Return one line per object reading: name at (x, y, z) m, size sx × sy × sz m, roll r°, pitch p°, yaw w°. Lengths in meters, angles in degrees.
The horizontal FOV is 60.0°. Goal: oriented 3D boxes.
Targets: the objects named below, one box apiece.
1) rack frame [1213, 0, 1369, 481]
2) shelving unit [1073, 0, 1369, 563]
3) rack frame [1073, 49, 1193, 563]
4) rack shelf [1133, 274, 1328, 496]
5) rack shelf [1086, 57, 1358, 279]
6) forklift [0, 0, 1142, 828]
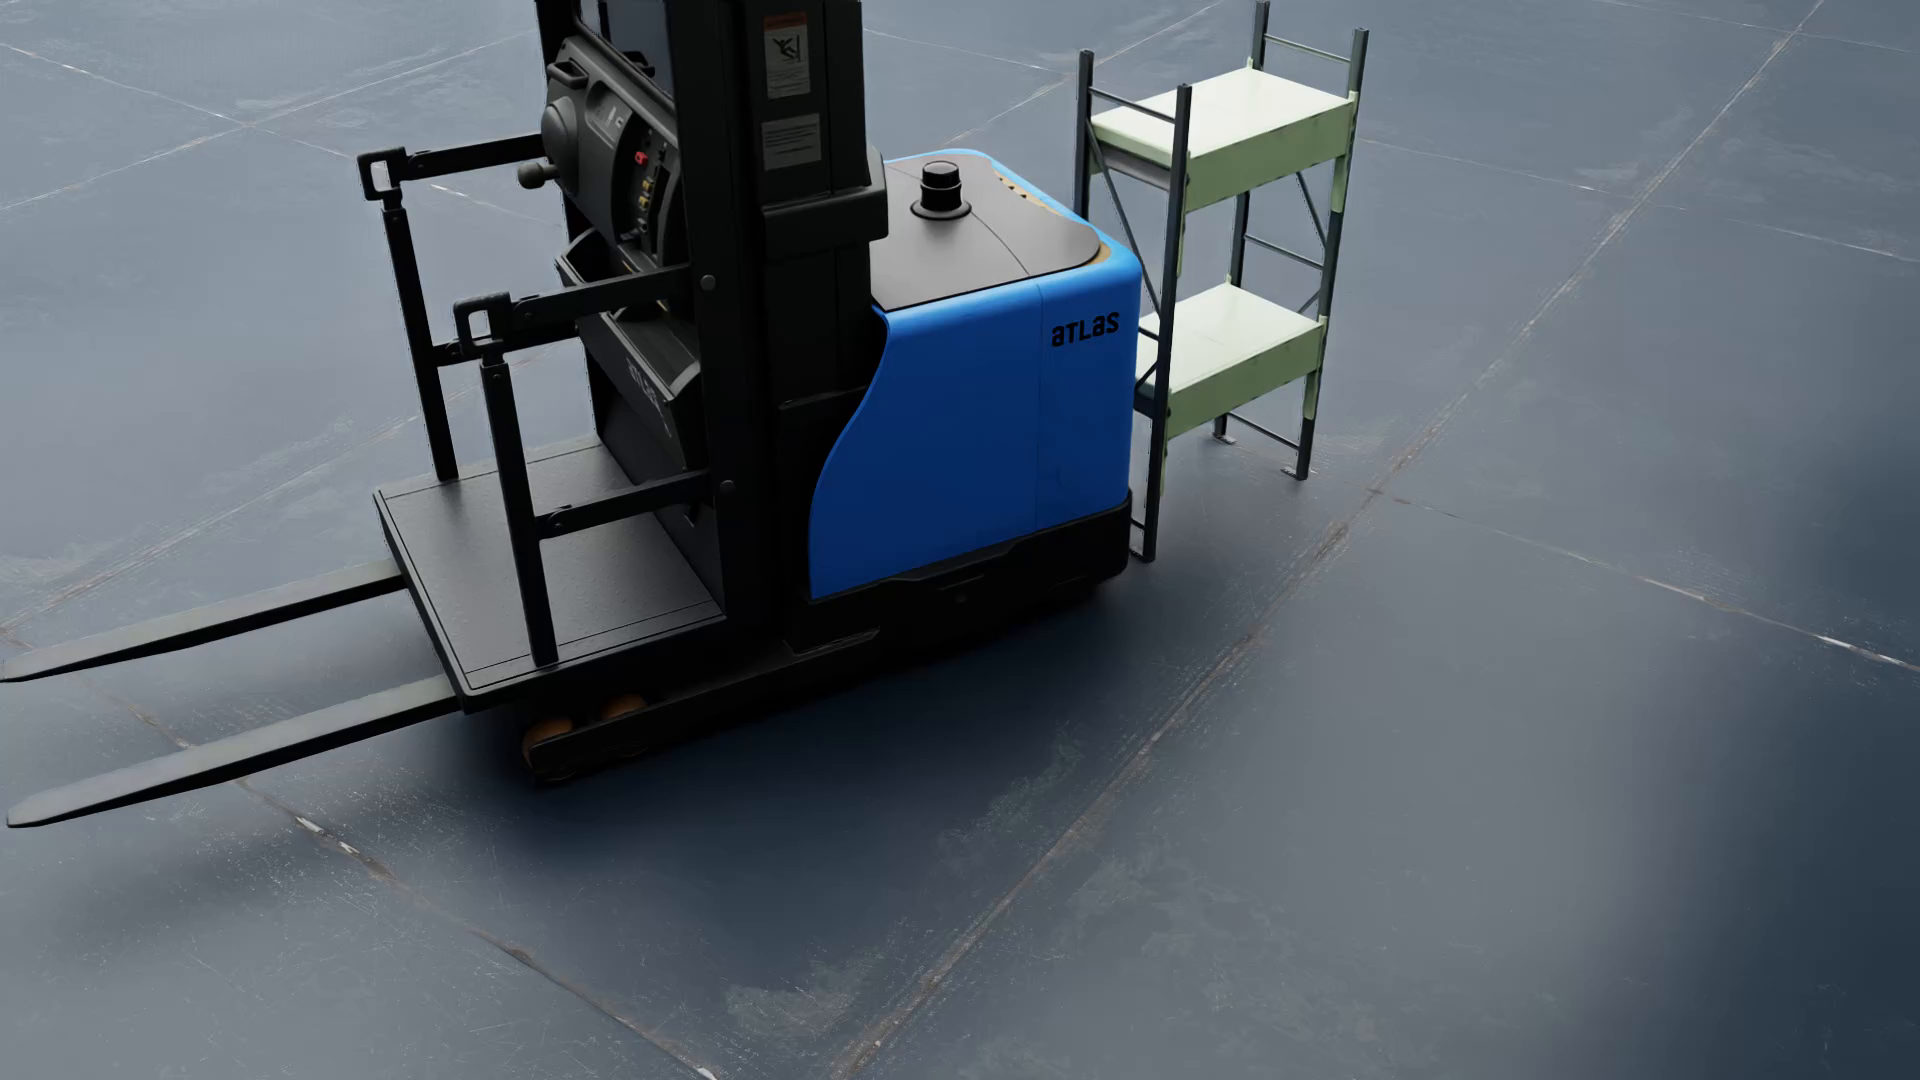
rack frame at (1.022, -0.907, 5.252) m, size 0.023 × 1.500 × 0.400 m, roll -26°, pitch 42°, yaw -33°
shelving unit at (0.744, -0.773, 5.054) m, size 0.755 × 1.500 × 0.431 m, roll -26°, pitch 42°, yaw -33°
rack frame at (0.466, -0.640, 4.857) m, size 0.023 × 1.500 × 0.400 m, roll -26°, pitch 42°, yaw -33°
rack shelf at (0.744, -0.503, 5.237) m, size 0.720 × 0.370 × 0.431 m, roll -26°, pitch 42°, yaw -33°
rack shelf at (0.744, -1.096, 4.836) m, size 0.720 × 0.370 × 0.431 m, roll -26°, pitch 42°, yaw -33°
forklift at (-1.037, -0.928, 4.005) m, size 3.031 × 2.935 × 1.130 m, roll -17°, pitch 38°, yaw -23°
